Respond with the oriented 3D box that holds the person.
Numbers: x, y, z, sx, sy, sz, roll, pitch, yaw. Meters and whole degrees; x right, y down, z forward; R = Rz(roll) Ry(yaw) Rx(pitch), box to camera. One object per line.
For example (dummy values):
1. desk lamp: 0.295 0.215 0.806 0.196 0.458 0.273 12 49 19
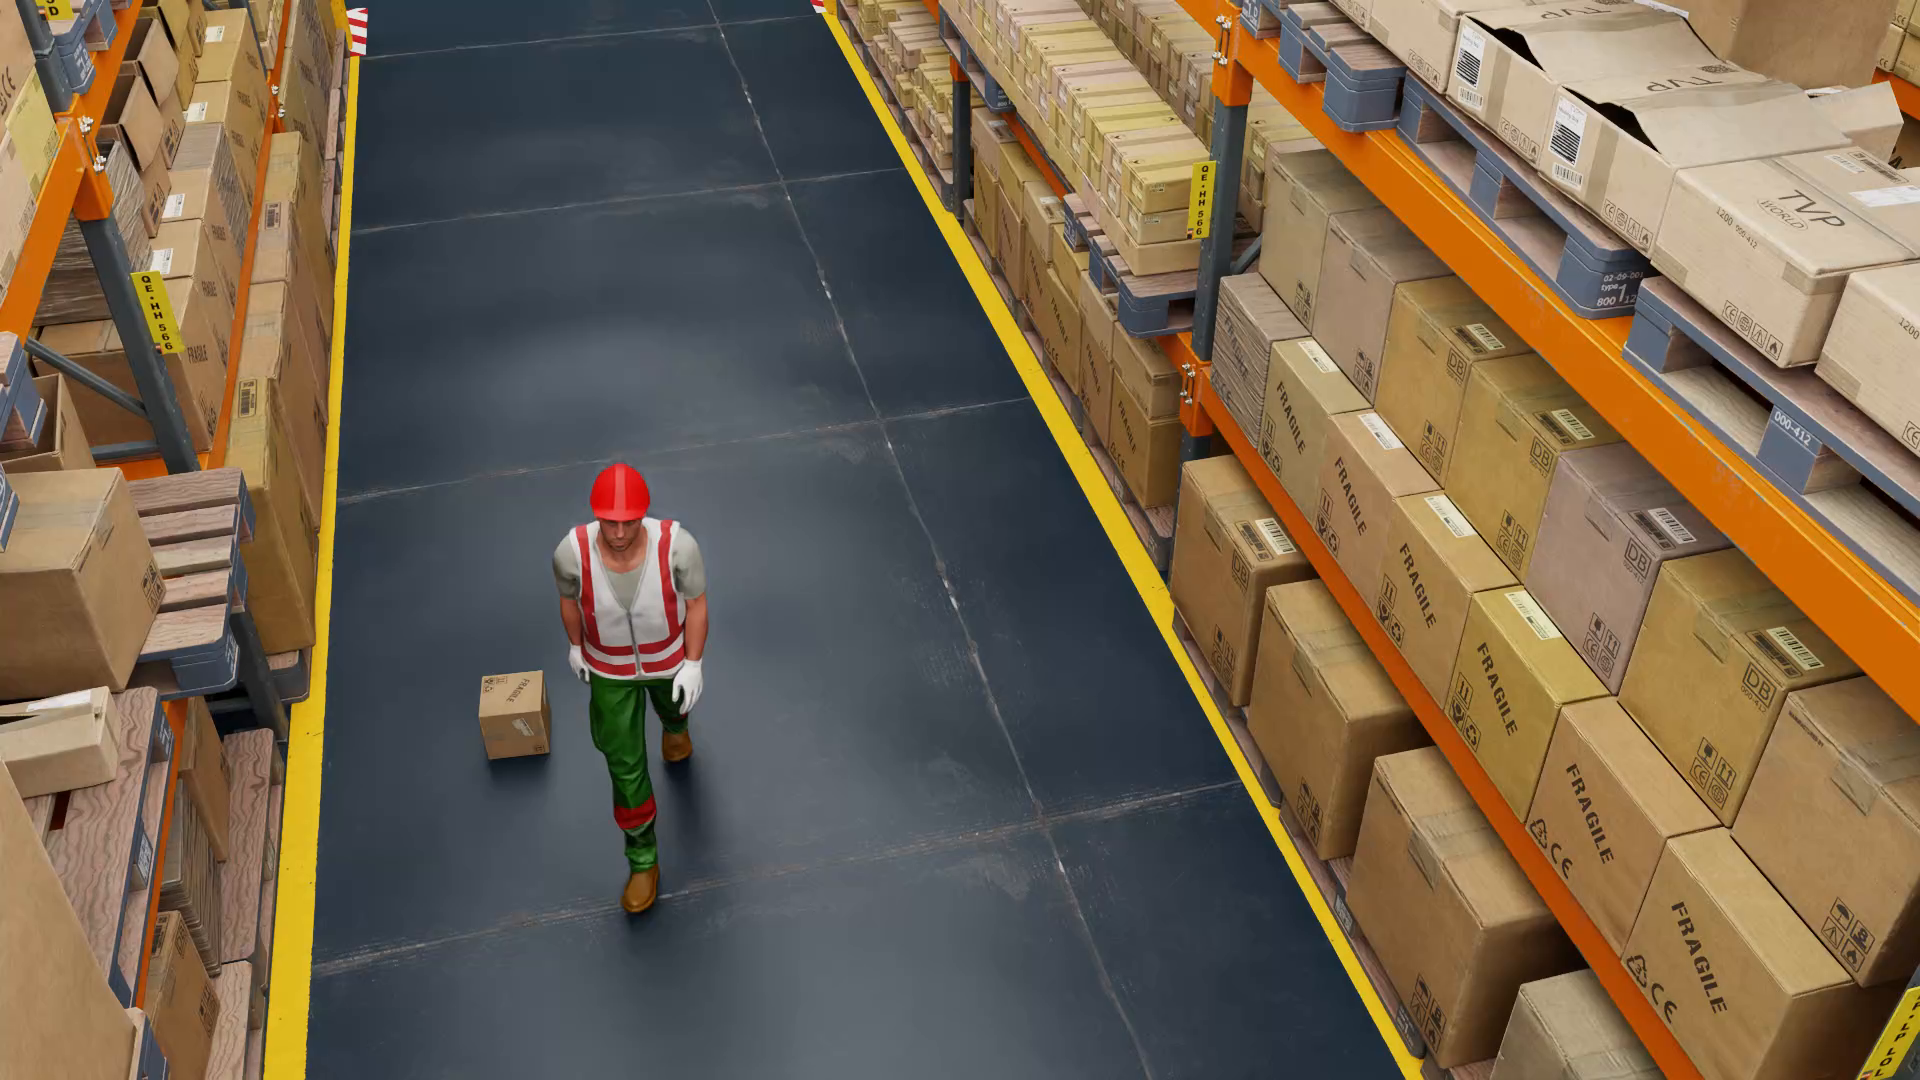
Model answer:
1. person: -1.176 0.432 6.143 0.540 1.752 1.046 -8 39 -10
